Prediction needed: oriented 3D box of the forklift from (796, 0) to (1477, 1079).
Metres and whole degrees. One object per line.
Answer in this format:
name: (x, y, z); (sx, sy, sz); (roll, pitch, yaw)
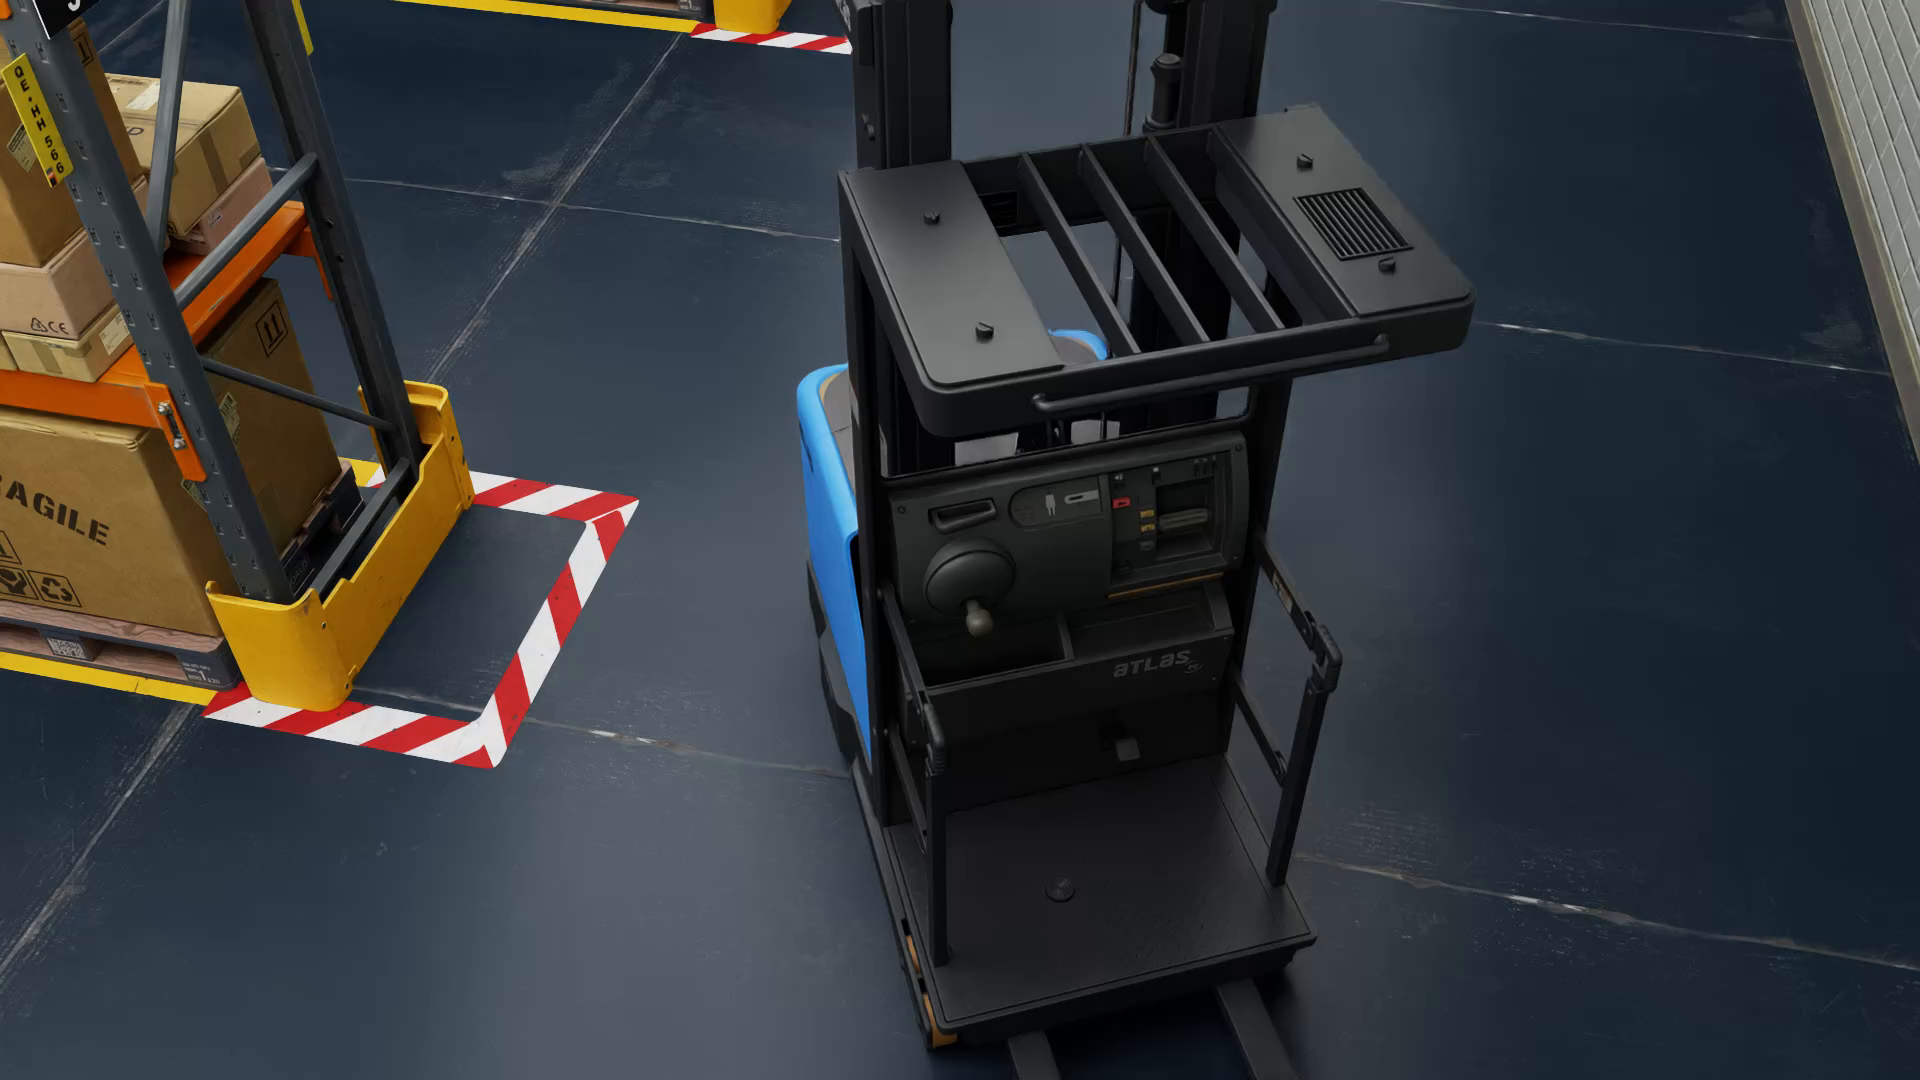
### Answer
forklift: (0.347, 0.079, 4.054); (1.130, 2.935, 3.031); (-11, 45, -11)

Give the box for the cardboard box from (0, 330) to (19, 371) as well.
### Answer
cardboard box: (-2.852, -0.692, 4.987); (0.250, 0.149, 0.380); (9, 45, 9)

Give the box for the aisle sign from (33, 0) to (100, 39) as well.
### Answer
aisle sign: (-2.174, -1.636, 3.912); (0.004, 0.787, 0.394); (9, 45, 9)

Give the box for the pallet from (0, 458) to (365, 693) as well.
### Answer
pallet: (-2.976, 0.023, 6.074); (1.213, 0.211, 1.003); (9, 45, 9)

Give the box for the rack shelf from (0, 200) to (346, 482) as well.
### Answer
rack shelf: (-4.130, -0.957, 5.600); (4.000, 0.370, 1.077); (9, 45, 9)

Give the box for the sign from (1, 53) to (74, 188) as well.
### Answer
sign: (-2.310, -1.051, 4.173); (0.005, 0.325, 0.100); (9, 45, 9)

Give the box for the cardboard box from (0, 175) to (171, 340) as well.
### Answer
cardboard box: (-2.709, -0.860, 4.874); (0.500, 0.250, 0.500); (8, 45, 8)

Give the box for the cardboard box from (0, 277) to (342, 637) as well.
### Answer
cardboard box: (-2.820, -0.342, 5.671); (0.875, 0.875, 0.875); (9, 45, 9)

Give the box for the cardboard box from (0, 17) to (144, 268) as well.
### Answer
cardboard box: (-2.711, -1.132, 4.616); (0.500, 0.500, 0.500); (9, 45, 10)

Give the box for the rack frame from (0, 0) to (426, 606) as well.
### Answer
rack frame: (-2.178, -0.913, 5.036); (0.127, 3.000, 1.000); (9, 45, 9)

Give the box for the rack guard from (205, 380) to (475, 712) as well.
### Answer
rack guard: (-2.155, -0.009, 5.899); (0.348, 0.500, 1.175); (9, 45, 9)

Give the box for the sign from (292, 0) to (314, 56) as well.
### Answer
sign: (-2.051, -1.628, 5.097); (0.005, 0.325, 0.100); (9, 45, 9)

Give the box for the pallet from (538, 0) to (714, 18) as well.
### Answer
pallet: (-1.893, -3.412, 9.642); (1.213, 0.211, 1.003); (9, 45, 9)

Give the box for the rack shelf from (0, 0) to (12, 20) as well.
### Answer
rack shelf: (-4.130, -2.038, 4.560); (4.000, 0.370, 1.077); (9, 45, 9)

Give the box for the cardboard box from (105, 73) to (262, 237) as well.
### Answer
cardboard box: (-2.588, -1.222, 5.250); (0.500, 0.250, 0.500); (8, 44, 8)

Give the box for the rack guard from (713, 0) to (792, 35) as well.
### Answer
rack guard: (-1.070, -3.370, 9.390); (0.348, 0.500, 1.175); (9, 45, 9)

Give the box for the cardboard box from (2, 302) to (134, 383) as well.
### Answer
cardboard box: (-2.598, -0.654, 4.947); (0.250, 0.149, 0.380); (10, 45, 10)

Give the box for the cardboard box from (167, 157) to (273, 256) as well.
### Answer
cardboard box: (-2.453, -1.100, 5.411); (0.250, 0.149, 0.380); (9, 45, 10)
